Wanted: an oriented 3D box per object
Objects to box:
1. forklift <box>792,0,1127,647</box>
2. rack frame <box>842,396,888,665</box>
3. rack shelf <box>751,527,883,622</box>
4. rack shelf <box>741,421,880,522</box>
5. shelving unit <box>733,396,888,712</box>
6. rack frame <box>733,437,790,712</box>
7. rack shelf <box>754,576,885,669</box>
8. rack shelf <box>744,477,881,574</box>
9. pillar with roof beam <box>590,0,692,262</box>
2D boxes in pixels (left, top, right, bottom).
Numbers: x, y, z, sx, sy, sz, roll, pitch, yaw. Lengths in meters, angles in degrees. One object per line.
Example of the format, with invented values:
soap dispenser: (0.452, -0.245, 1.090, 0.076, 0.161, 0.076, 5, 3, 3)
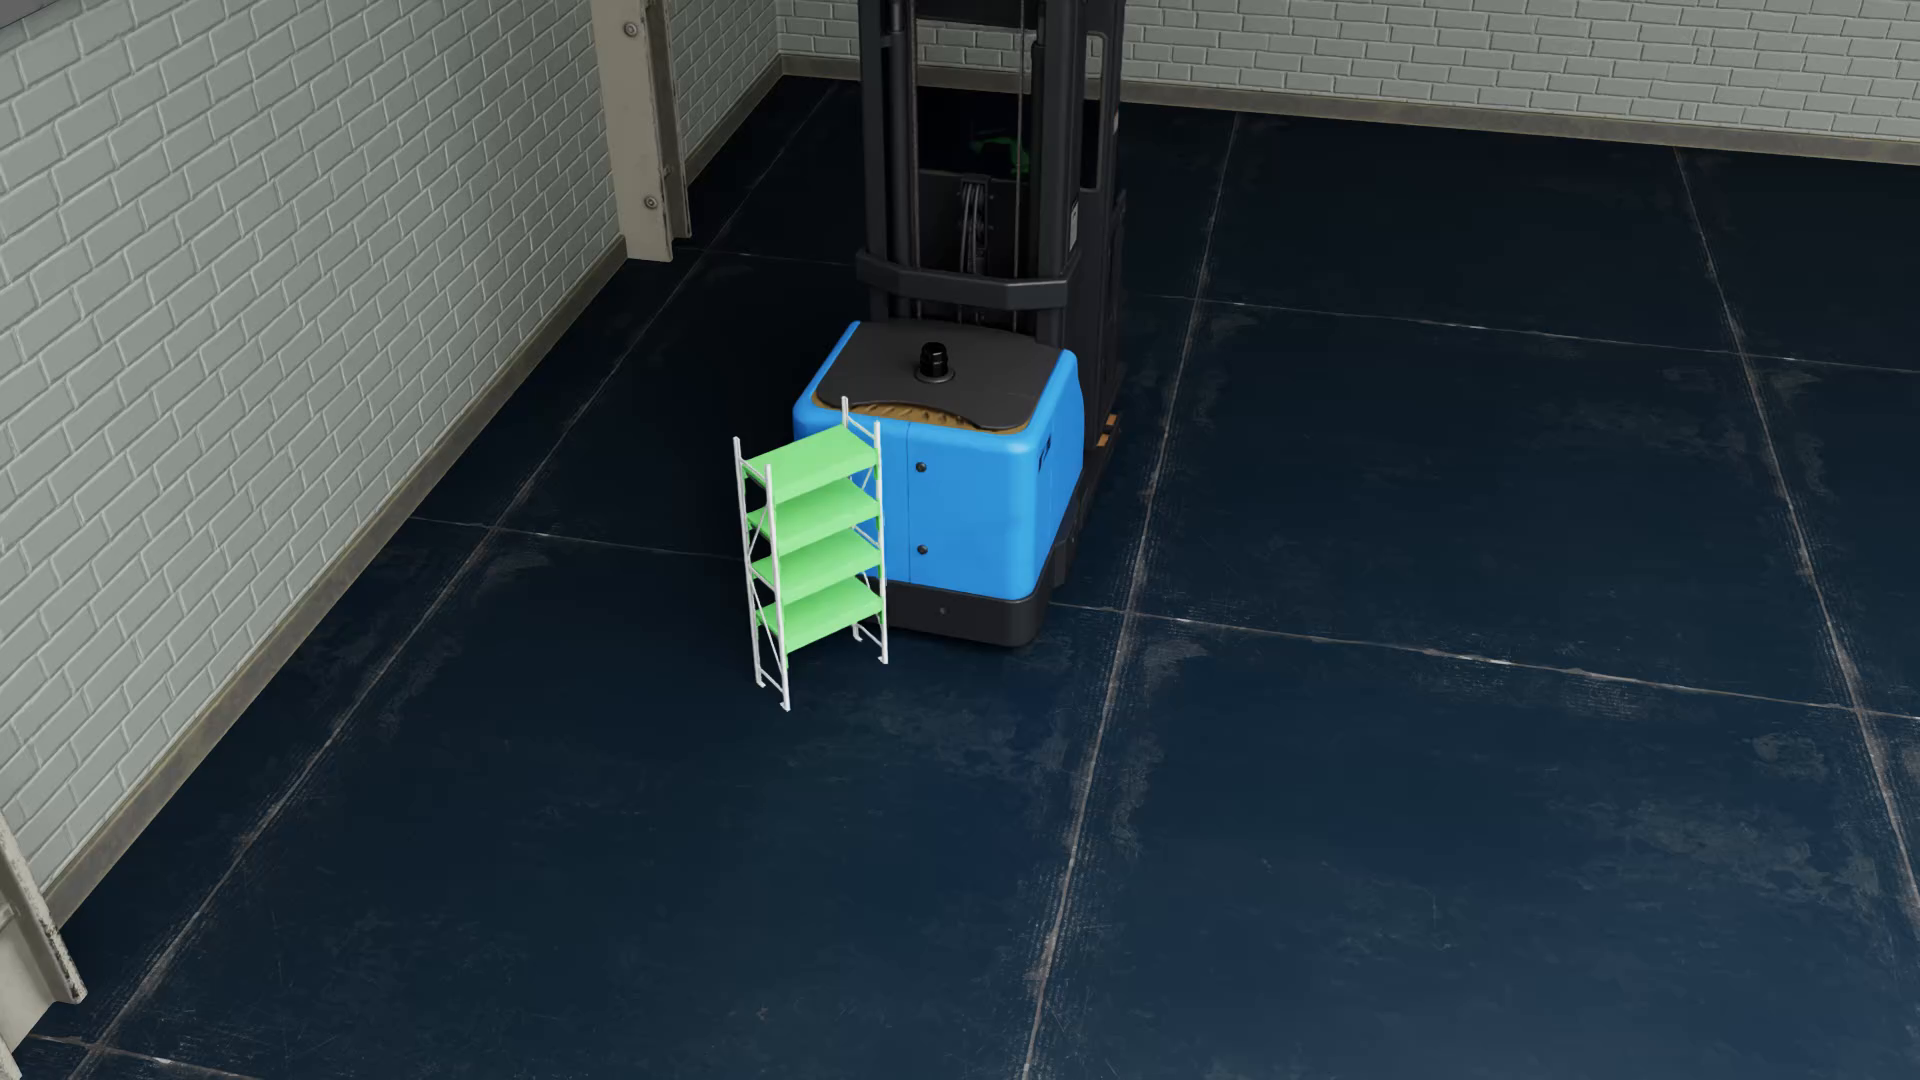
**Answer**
forklift: (0.194, -1.602, 7.463, 1.130, 2.935, 3.031, 9, 37, 13)
rack frame: (-0.383, -0.016, 6.750, 0.015, 1.200, 0.240, -24, 42, -29)
rack shelf: (-0.578, 0.122, 6.669, 0.480, 0.148, 0.258, -24, 42, -29)
rack shelf: (-0.578, -0.267, 6.387, 0.480, 0.148, 0.258, -24, 42, -29)
shelving unit: (-0.578, 0.070, 6.631, 0.503, 1.200, 0.258, -24, 42, -29)
rack frame: (-0.773, 0.156, 6.512, 0.015, 1.200, 0.240, -24, 42, -29)
rack shelf: (-0.578, 0.316, 6.809, 0.480, 0.148, 0.258, -24, 42, -29)
rack shelf: (-0.578, -0.073, 6.528, 0.480, 0.148, 0.258, -24, 42, -29)
pillar with roof beam: (2.341, -4.920, 6.870, 9.100, 9.000, 0.400, 7, 37, 10)
